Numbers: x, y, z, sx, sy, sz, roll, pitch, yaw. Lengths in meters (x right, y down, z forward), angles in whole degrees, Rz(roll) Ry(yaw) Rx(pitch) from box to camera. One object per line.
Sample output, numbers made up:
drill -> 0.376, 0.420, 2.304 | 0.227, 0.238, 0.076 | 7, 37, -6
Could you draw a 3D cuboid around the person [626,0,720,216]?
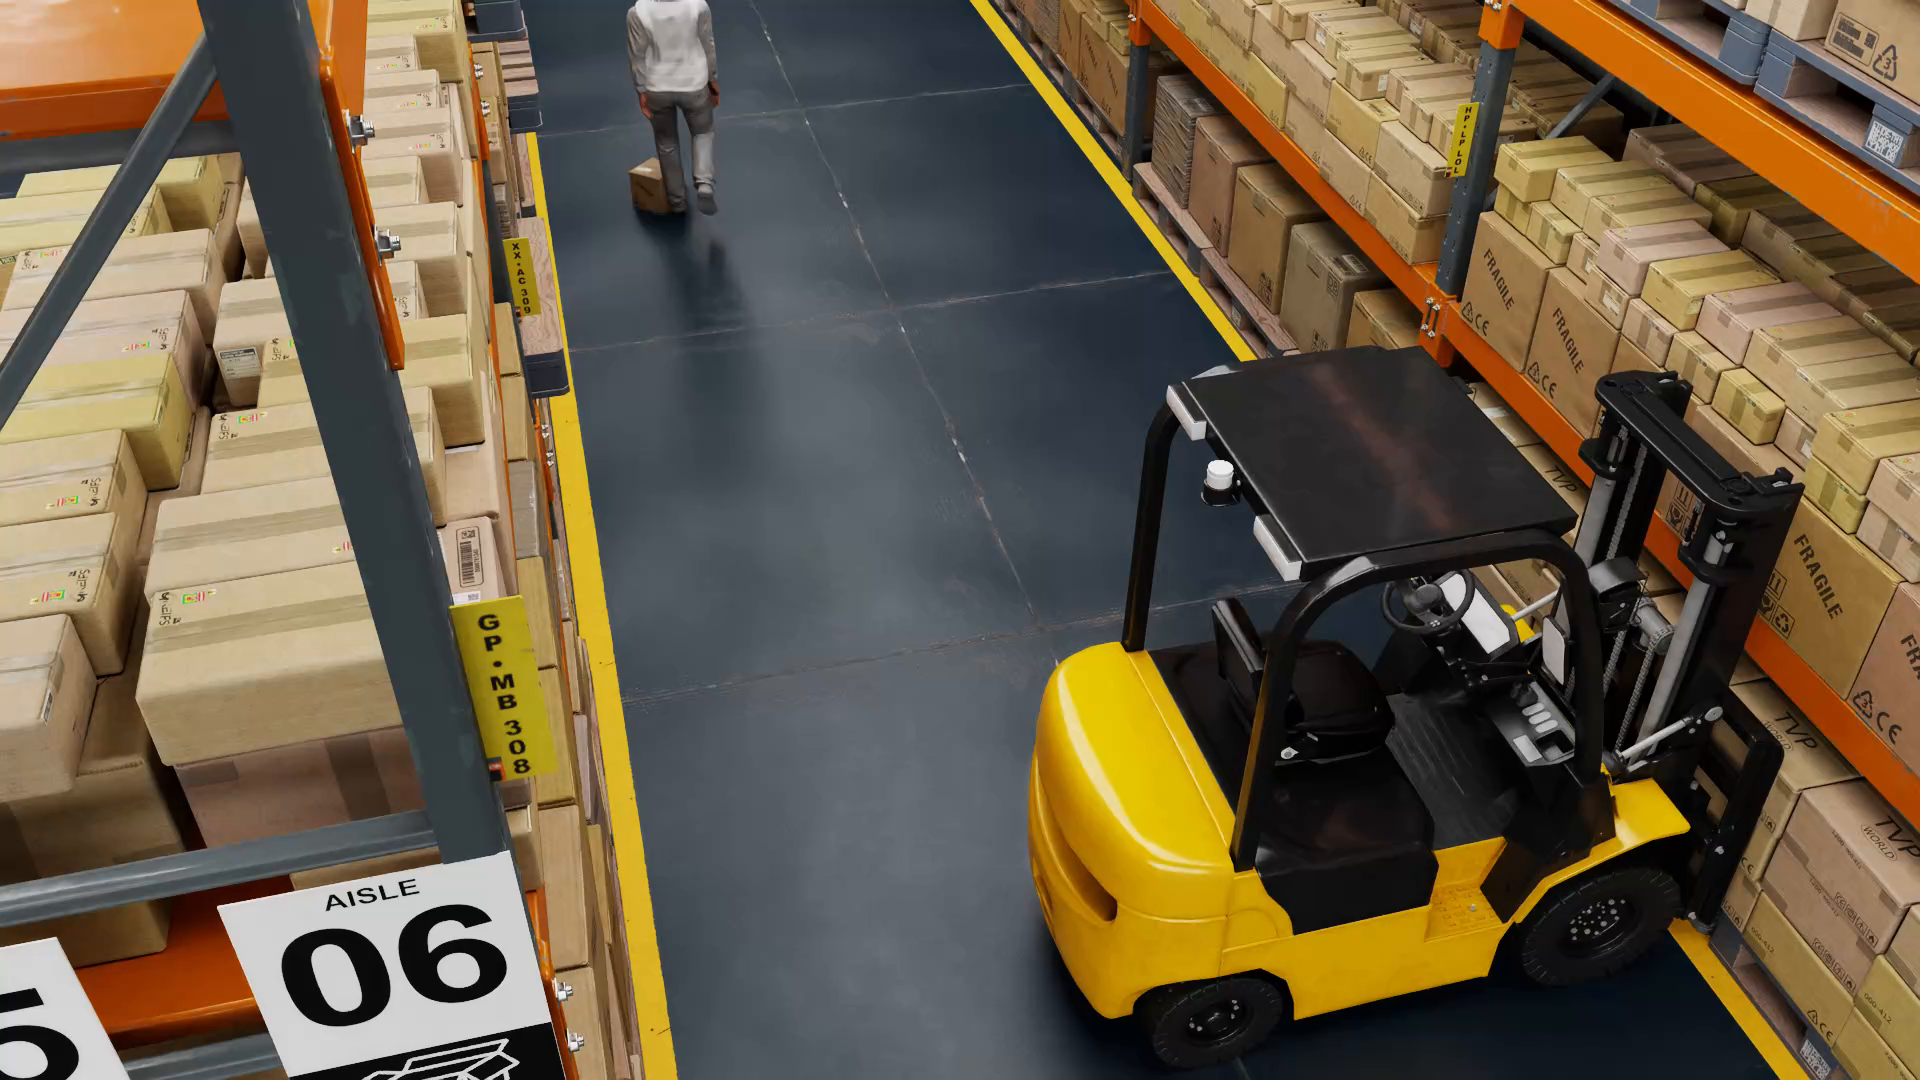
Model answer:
person -> -1.757, -2.814, 10.277 | 0.534, 1.753, 0.641 | -7, 38, -9
